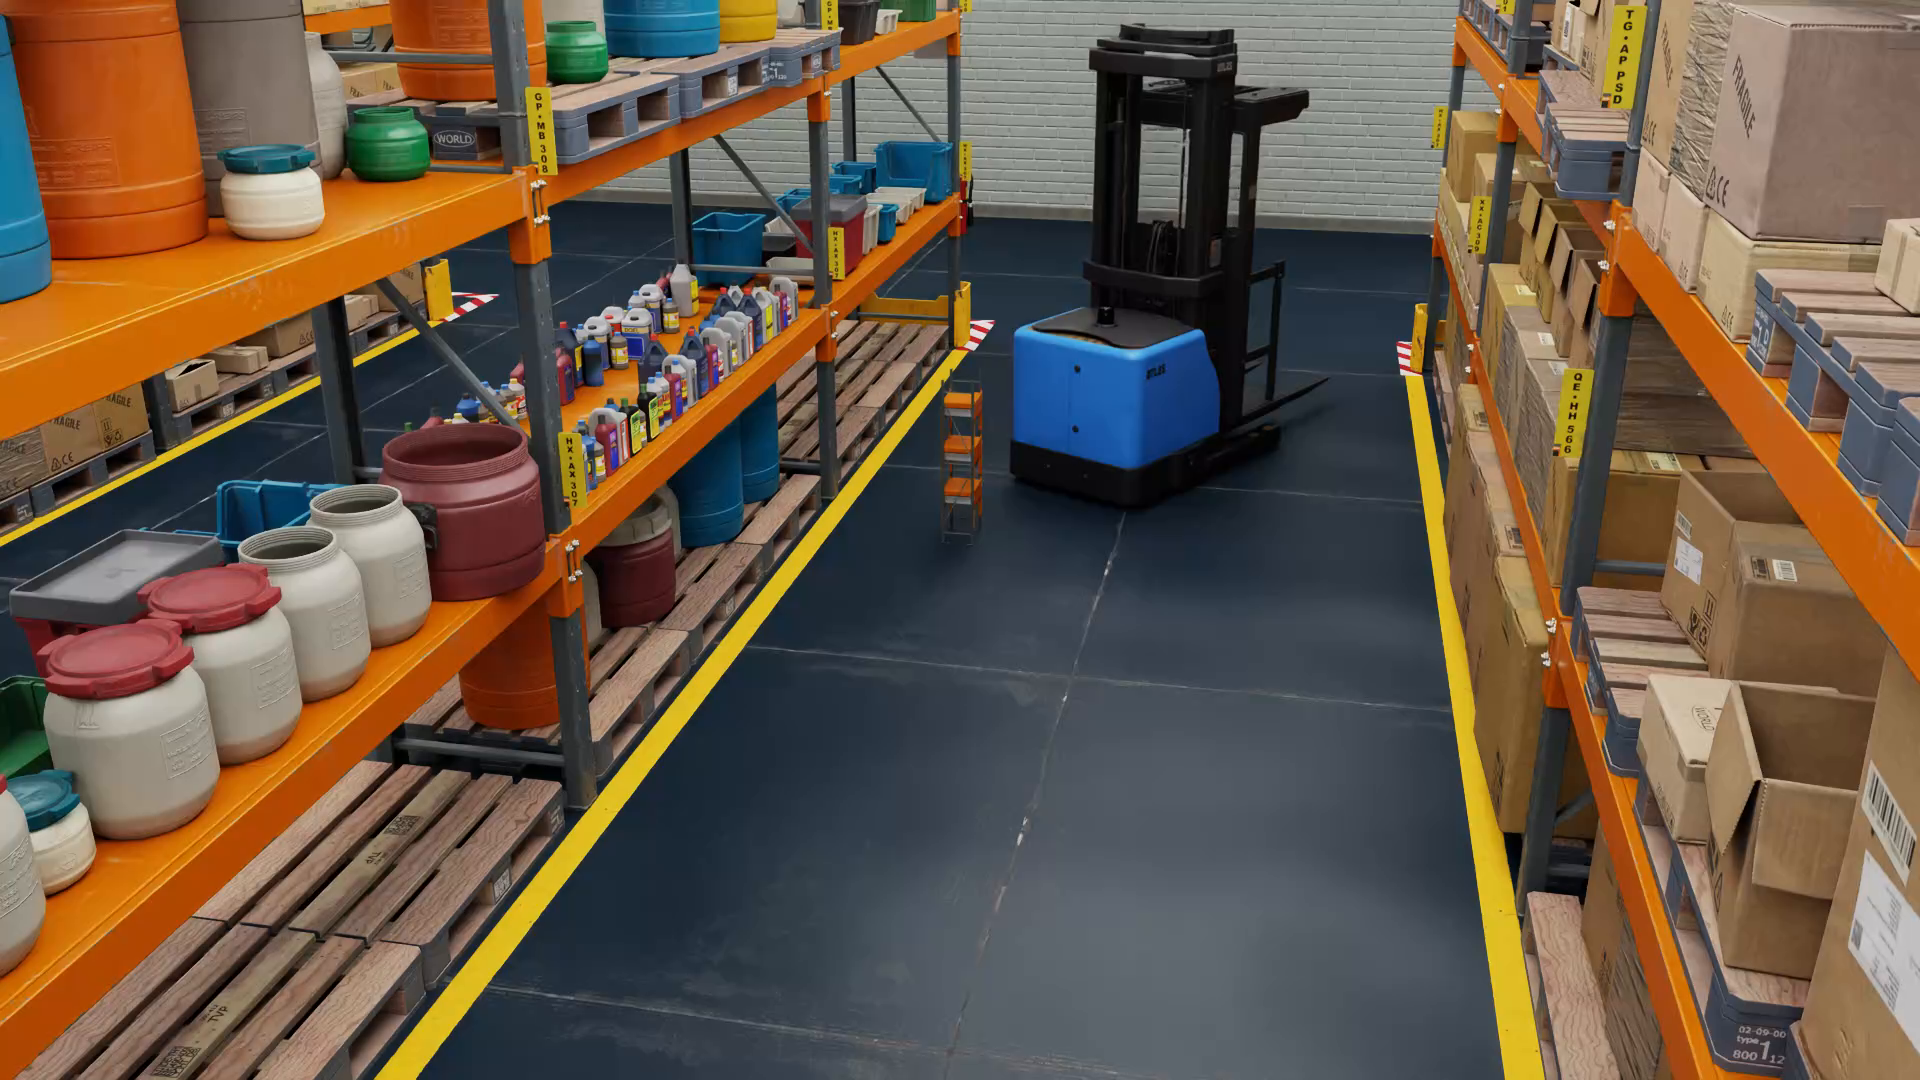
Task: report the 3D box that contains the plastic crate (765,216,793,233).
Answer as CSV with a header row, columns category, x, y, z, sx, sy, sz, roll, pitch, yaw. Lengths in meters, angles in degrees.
category,x,y,z,sx,sy,sz,roll,pitch,yaw
plastic crate,-1.252,-2.276,12.262,0.293,0.136,0.466,4,22,11

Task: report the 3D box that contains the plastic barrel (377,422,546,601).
category,x,y,z,sx,sy,sz,roll,pitch,yaw
plastic barrel,-1.927,-0.118,6.449,0.600,0.536,0.708,4,22,11

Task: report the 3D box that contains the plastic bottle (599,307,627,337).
category,x,y,z,sx,sy,sz,roll,pitch,yaw
plastic bottle,-1.969,-1.174,9.420,0.152,0.276,0.135,4,22,11

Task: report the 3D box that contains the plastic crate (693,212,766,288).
category,x,y,z,sx,sy,sz,roll,pitch,yaw
plastic crate,-1.552,-1.928,11.066,0.392,0.384,0.575,4,22,11

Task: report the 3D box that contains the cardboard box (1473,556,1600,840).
category,x,y,z,sx,sy,sz,roll,pitch,yaw
cardboard box,2.881,0.670,6.957,1.225,0.875,0.875,3,22,8

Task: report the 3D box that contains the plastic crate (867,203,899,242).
category,x,y,z,sx,sy,sz,roll,pitch,yaw
plastic crate,-0.665,-2.353,12.325,0.416,0.233,0.300,4,22,11

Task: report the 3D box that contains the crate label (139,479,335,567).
category,x,y,z,sx,sy,sz,roll,pitch,yaw
crate label,-2.597,0.079,6.096,0.502,0.435,0.616,4,22,11

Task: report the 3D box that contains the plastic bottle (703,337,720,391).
category,x,y,z,sx,sy,sz,roll,pitch,yaw
plastic bottle,-1.332,-0.947,8.847,0.061,0.283,0.133,4,22,11

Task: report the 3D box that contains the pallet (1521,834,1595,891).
category,x,y,z,sx,sy,sz,roll,pitch,yaw
pallet,2.954,1.141,7.238,1.003,0.211,1.213,4,22,11

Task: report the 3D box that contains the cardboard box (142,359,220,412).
category,x,y,z,sx,sy,sz,roll,pitch,yaw
cardboard box,-5.864,-1.183,12.287,0.500,0.311,0.500,4,22,11

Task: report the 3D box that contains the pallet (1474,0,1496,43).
category,x,y,z,sx,sy,sz,roll,pitch,yaw
pallet,3.964,-3.426,10.950,1.003,0.211,1.213,4,22,11

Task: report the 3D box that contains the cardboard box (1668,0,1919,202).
category,x,y,z,sx,sy,sz,roll,pitch,yaw
cardboard box,2.265,-1.202,4.505,0.500,0.500,0.500,5,22,11

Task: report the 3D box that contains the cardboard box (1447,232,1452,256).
category,x,y,z,sx,sy,sz,roll,pitch,yaw
cardboard box,3.696,-2.104,11.899,0.380,0.149,0.250,4,22,10

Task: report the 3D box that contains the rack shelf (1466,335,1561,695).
category,x,y,z,sx,sy,sz,roll,pitch,yaw
rack shelf,3.128,-0.268,7.966,1.077,0.370,4.000,4,22,11

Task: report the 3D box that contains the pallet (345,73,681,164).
category,x,y,z,sx,sy,sz,roll,pitch,yaw
pallet,-1.877,-1.824,7.104,1.003,0.211,1.213,4,22,11

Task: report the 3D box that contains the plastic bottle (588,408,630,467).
category,x,y,z,sx,sy,sz,roll,pitch,yaw
plastic bottle,-1.630,-0.493,7.728,0.152,0.276,0.135,4,22,11

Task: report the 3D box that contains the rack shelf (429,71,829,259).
category,x,y,z,sx,sy,sz,roll,pitch,yaw
rack shelf,-1.721,-2.037,8.343,1.077,0.370,4.000,4,22,11

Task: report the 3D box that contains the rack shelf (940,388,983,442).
category,x,y,z,sx,sy,sz,roll,pitch,yaw
rack shelf,0.011,-0.760,10.104,0.215,0.259,0.240,4,22,11

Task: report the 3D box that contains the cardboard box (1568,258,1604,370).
category,x,y,z,sx,sy,sz,roll,pitch,yaw
cardboard box,3.020,-0.886,7.062,0.797,0.503,0.637,5,22,12

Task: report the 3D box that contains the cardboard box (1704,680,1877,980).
category,x,y,z,sx,sy,sz,roll,pitch,yaw
cardboard box,2.167,0.709,3.877,0.797,0.503,0.637,7,23,16

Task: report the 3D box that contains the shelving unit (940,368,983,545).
category,x,y,z,sx,sy,sz,roll,pitch,yaw
shelving unit,0.011,-0.507,10.206,0.215,1.050,0.252,4,22,11

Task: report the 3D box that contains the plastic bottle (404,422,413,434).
category,x,y,z,sx,sy,sz,roll,pitch,yaw
plastic bottle,-2.464,-0.374,7.423,0.061,0.283,0.133,4,22,11

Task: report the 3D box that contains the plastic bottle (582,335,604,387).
category,x,y,z,sx,sy,sz,roll,pitch,yaw
plastic bottle,-1.966,-0.965,8.906,0.097,0.271,0.097,0,22,0

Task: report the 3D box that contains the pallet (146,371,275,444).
category,x,y,z,sx,sy,sz,roll,pitch,yaw
pallet,-6.020,-1.047,12.671,1.003,0.211,1.213,4,22,11

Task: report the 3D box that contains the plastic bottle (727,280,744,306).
category,x,y,z,sx,sy,sz,roll,pitch,yaw
plastic bottle,-1.321,-1.338,9.725,0.144,0.351,0.185,4,22,11

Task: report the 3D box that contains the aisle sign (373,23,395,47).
category,x,y,z,sx,sy,sz,roll,pitch,yaw
aisle sign,-5.031,-4.760,14.677,0.394,0.787,0.004,4,22,11

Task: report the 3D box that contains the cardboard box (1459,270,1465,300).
category,x,y,z,sx,sy,sz,roll,pitch,yaw
cardboard box,3.435,-1.635,10.734,0.380,0.149,0.250,5,22,12

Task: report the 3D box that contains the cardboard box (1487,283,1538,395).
category,x,y,z,sx,sy,sz,roll,pitch,yaw
cardboard box,3.095,-1.046,8.802,0.500,0.500,0.500,4,22,11

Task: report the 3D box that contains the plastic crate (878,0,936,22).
category,x,y,z,sx,sy,sz,roll,pitch,yaw
plastic crate,-0.419,-4.084,12.747,0.450,0.188,0.336,4,22,11

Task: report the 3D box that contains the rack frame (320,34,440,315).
category,x,y,z,sx,sy,sz,roll,pitch,yaw
rack frame,-5.345,-3.552,15.159,1.000,3.000,0.127,4,22,11

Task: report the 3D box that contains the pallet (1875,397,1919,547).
category,x,y,z,sx,sy,sz,roll,pitch,yaw
pallet,2.133,0.071,2.399,1.213,0.211,1.003,4,22,11

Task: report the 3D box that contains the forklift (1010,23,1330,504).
category,x,y,z,sx,sy,sz,roll,pitch,yaw
forklift,1.660,-2.067,11.562,1.130,2.935,3.031,17,27,36

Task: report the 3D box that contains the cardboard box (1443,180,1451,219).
category,x,y,z,sx,sy,sz,roll,pitch,yaw
cardboard box,3.890,-2.519,12.395,0.500,0.250,0.500,4,22,10

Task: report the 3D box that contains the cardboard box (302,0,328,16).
category,x,y,z,sx,sy,sz,roll,pitch,yaw
cardboard box,-5.394,-4.300,13.202,0.500,0.250,0.500,4,22,11

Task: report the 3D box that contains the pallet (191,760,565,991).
category,x,y,z,sx,sy,sz,roll,pitch,yaw
pallet,-2.325,1.326,6.778,1.003,0.211,1.213,4,22,11

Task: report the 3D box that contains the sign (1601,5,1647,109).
category,x,y,z,sx,sy,sz,roll,pitch,yaw
sign,2.178,-1.583,5.456,0.100,0.325,0.005,4,22,11

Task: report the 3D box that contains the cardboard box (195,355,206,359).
category,x,y,z,sx,sy,sz,roll,pitch,yaw
cardboard box,-6.170,-1.551,13.199,0.500,0.311,0.500,4,22,11

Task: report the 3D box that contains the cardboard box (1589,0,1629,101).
category,x,y,z,sx,sy,sz,roll,pitch,yaw
cardboard box,2.863,-2.054,6.726,0.500,0.500,0.500,6,23,14

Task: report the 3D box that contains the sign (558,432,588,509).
category,x,y,z,sx,sy,sz,roll,pitch,yaw
sign,-1.589,-0.284,6.825,0.100,0.325,0.005,4,22,11

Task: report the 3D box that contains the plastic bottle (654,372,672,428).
category,x,y,z,sx,sy,sz,roll,pitch,yaw
plastic bottle,-1.486,-0.700,8.248,0.097,0.271,0.097,0,22,0

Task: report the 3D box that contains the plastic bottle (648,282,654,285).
category,x,y,z,sx,sy,sz,roll,pitch,yaw
plastic bottle,-1.858,-1.421,10.040,0.097,0.271,0.097,0,22,0

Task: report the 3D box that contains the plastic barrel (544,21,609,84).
category,x,y,z,sx,sy,sz,roll,pitch,yaw
plastic barrel,-1.688,-2.132,7.262,0.294,0.245,0.294,0,22,0

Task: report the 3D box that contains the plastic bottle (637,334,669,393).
category,x,y,z,sx,sy,sz,roll,pitch,yaw
plastic bottle,-1.581,-0.886,8.604,0.144,0.351,0.185,4,22,11

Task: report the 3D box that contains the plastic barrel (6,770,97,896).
category,x,y,z,sx,sy,sz,roll,pitch,yaw
plastic barrel,-2.525,0.807,4.520,0.301,0.262,0.301,0,22,0

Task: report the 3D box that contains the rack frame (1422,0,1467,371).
category,x,y,z,sx,sy,sz,roll,pitch,yaw
rack frame,4.352,-2.796,13.280,1.000,3.000,0.127,4,22,11

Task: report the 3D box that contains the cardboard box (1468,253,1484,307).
category,x,y,z,sx,sy,sz,roll,pitch,yaw
cardboard box,3.369,-1.583,10.071,0.500,0.250,0.500,4,22,10

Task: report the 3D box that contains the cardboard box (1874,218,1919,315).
category,x,y,z,sx,sy,sz,roll,pitch,yaw
cardboard box,2.188,-0.578,3.510,0.380,0.166,0.250,4,22,9

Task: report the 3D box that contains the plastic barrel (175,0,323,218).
category,x,y,z,sx,sy,sz,roll,pitch,yaw
plastic barrel,-2.509,-1.588,5.595,0.600,0.901,0.600,0,22,0

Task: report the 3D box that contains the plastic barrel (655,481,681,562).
category,x,y,z,sx,sy,sz,roll,pitch,yaw
plastic barrel,-1.788,-0.095,9.342,0.421,0.512,0.421,0,22,0

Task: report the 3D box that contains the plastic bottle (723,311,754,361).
category,x,y,z,sx,sy,sz,roll,pitch,yaw
plastic bottle,-1.255,-1.166,9.400,0.152,0.276,0.135,4,22,11

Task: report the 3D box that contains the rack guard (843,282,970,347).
category,x,y,z,sx,sy,sz,roll,pitch,yaw
rack guard,-0.505,-2.024,14.709,1.175,0.500,0.348,4,22,11

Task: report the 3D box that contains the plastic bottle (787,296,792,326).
category,x,y,z,sx,sy,sz,roll,pitch,yaw
plastic bottle,-1.074,-1.405,10.093,0.097,0.201,0.097,0,22,0

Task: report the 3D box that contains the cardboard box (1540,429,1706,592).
category,x,y,z,sx,sy,sz,roll,pitch,yaw
cardboard box,2.578,-0.116,6.492,0.500,0.500,0.500,5,23,13

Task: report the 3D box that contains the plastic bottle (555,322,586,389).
category,x,y,z,sx,sy,sz,roll,pitch,yaw
plastic bottle,-2.093,-0.995,8.874,0.144,0.351,0.185,4,22,11

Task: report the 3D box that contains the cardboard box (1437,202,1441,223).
category,x,y,z,sx,sy,sz,roll,pitch,yaw
cardboard box,3.956,-2.575,13.067,0.380,0.149,0.250,5,22,12

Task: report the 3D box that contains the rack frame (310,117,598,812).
category,x,y,z,sx,sy,sz,roll,pitch,yaw
rack frame,-2.129,-0.248,6.953,1.000,3.000,0.127,4,22,11

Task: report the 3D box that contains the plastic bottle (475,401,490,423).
category,x,y,z,sx,sy,sz,roll,pitch,yaw
plastic bottle,-2.316,-0.568,8.015,0.097,0.201,0.097,0,22,0

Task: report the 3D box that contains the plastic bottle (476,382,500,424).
category,x,y,z,sx,sy,sz,roll,pitch,yaw
plastic bottle,-2.296,-0.636,8.090,0.097,0.271,0.097,0,22,0
